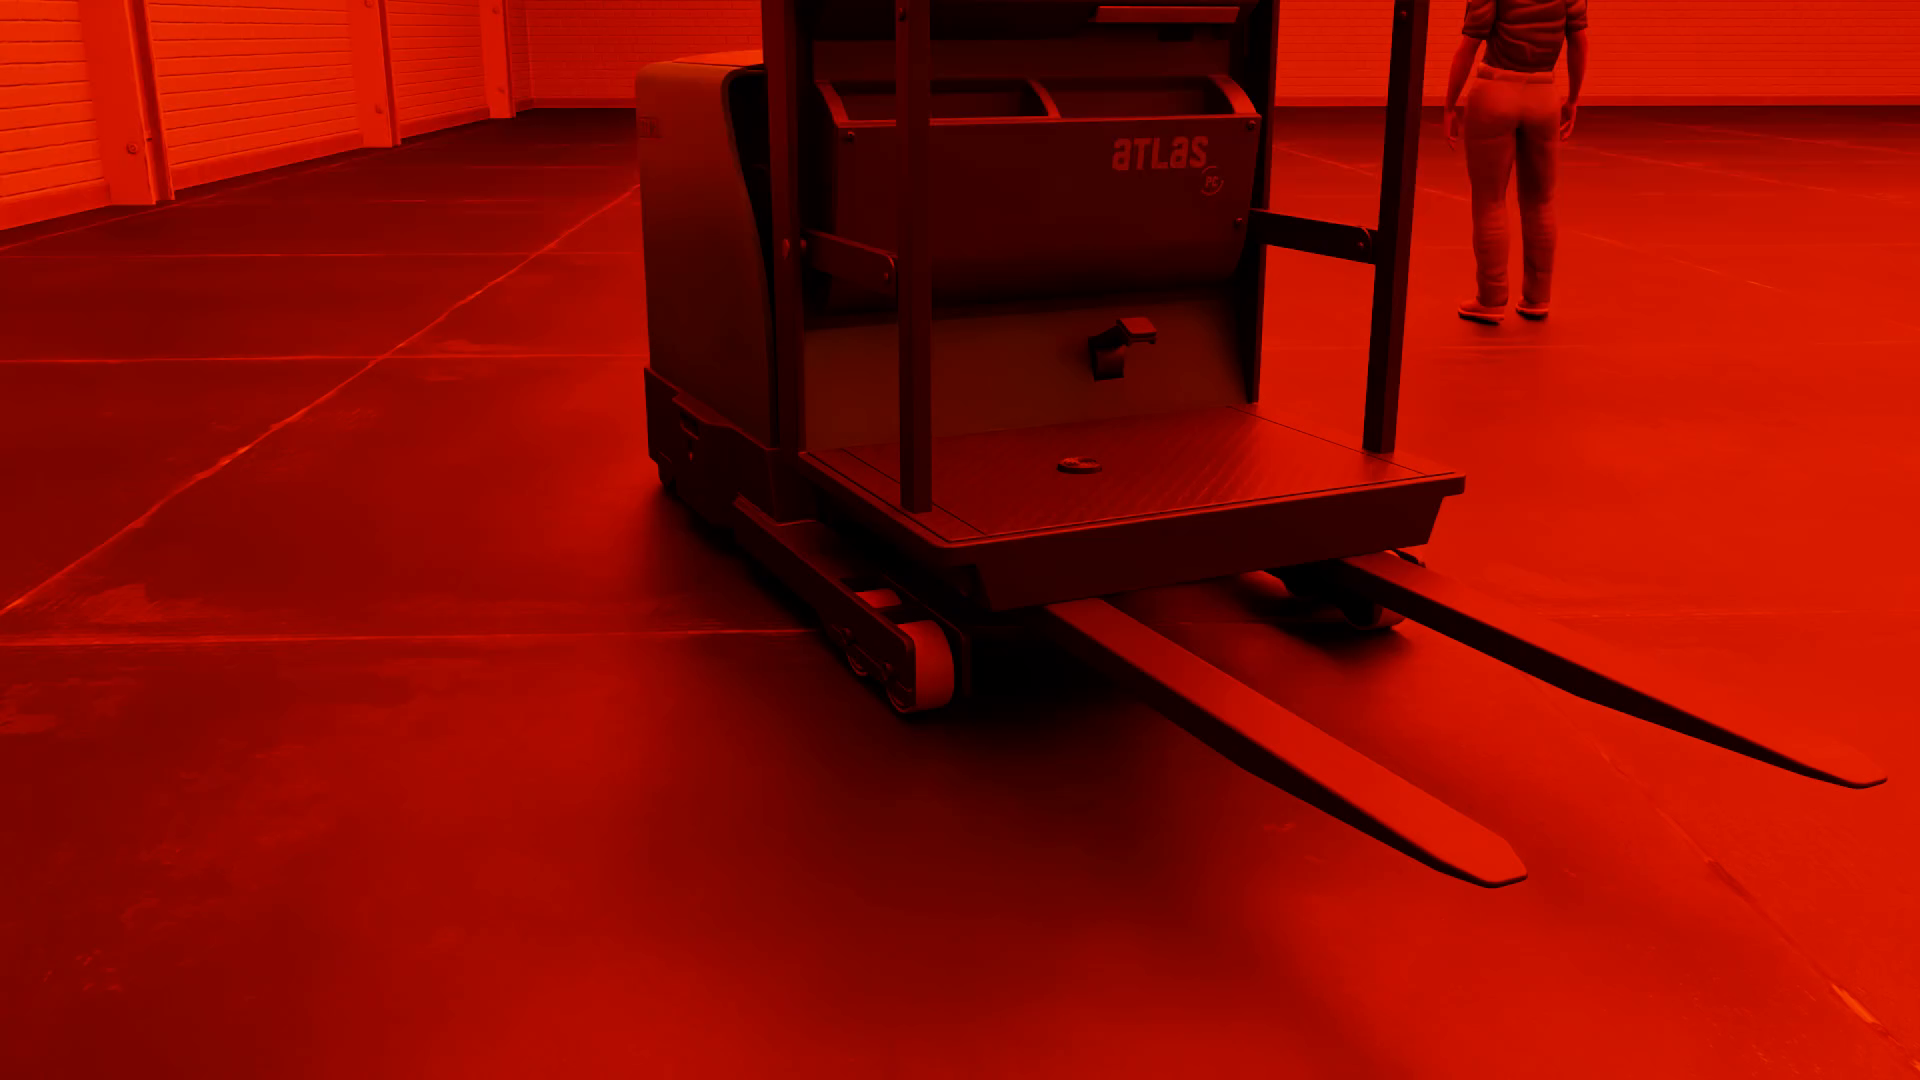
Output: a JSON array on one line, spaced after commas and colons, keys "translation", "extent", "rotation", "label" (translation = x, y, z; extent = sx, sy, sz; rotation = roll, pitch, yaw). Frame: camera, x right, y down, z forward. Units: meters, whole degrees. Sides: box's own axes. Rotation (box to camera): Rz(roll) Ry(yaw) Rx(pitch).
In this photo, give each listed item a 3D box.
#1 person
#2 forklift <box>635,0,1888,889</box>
[{"translation": [2.206, -1.715, 6.670], "extent": [0.570, 1.655, 0.504], "rotation": [0, 17, -1], "label": "person"}, {"translation": [0.258, -1.240, 2.962], "extent": [1.130, 2.935, 3.031], "rotation": [-8, 19, -24], "label": "forklift"}]
